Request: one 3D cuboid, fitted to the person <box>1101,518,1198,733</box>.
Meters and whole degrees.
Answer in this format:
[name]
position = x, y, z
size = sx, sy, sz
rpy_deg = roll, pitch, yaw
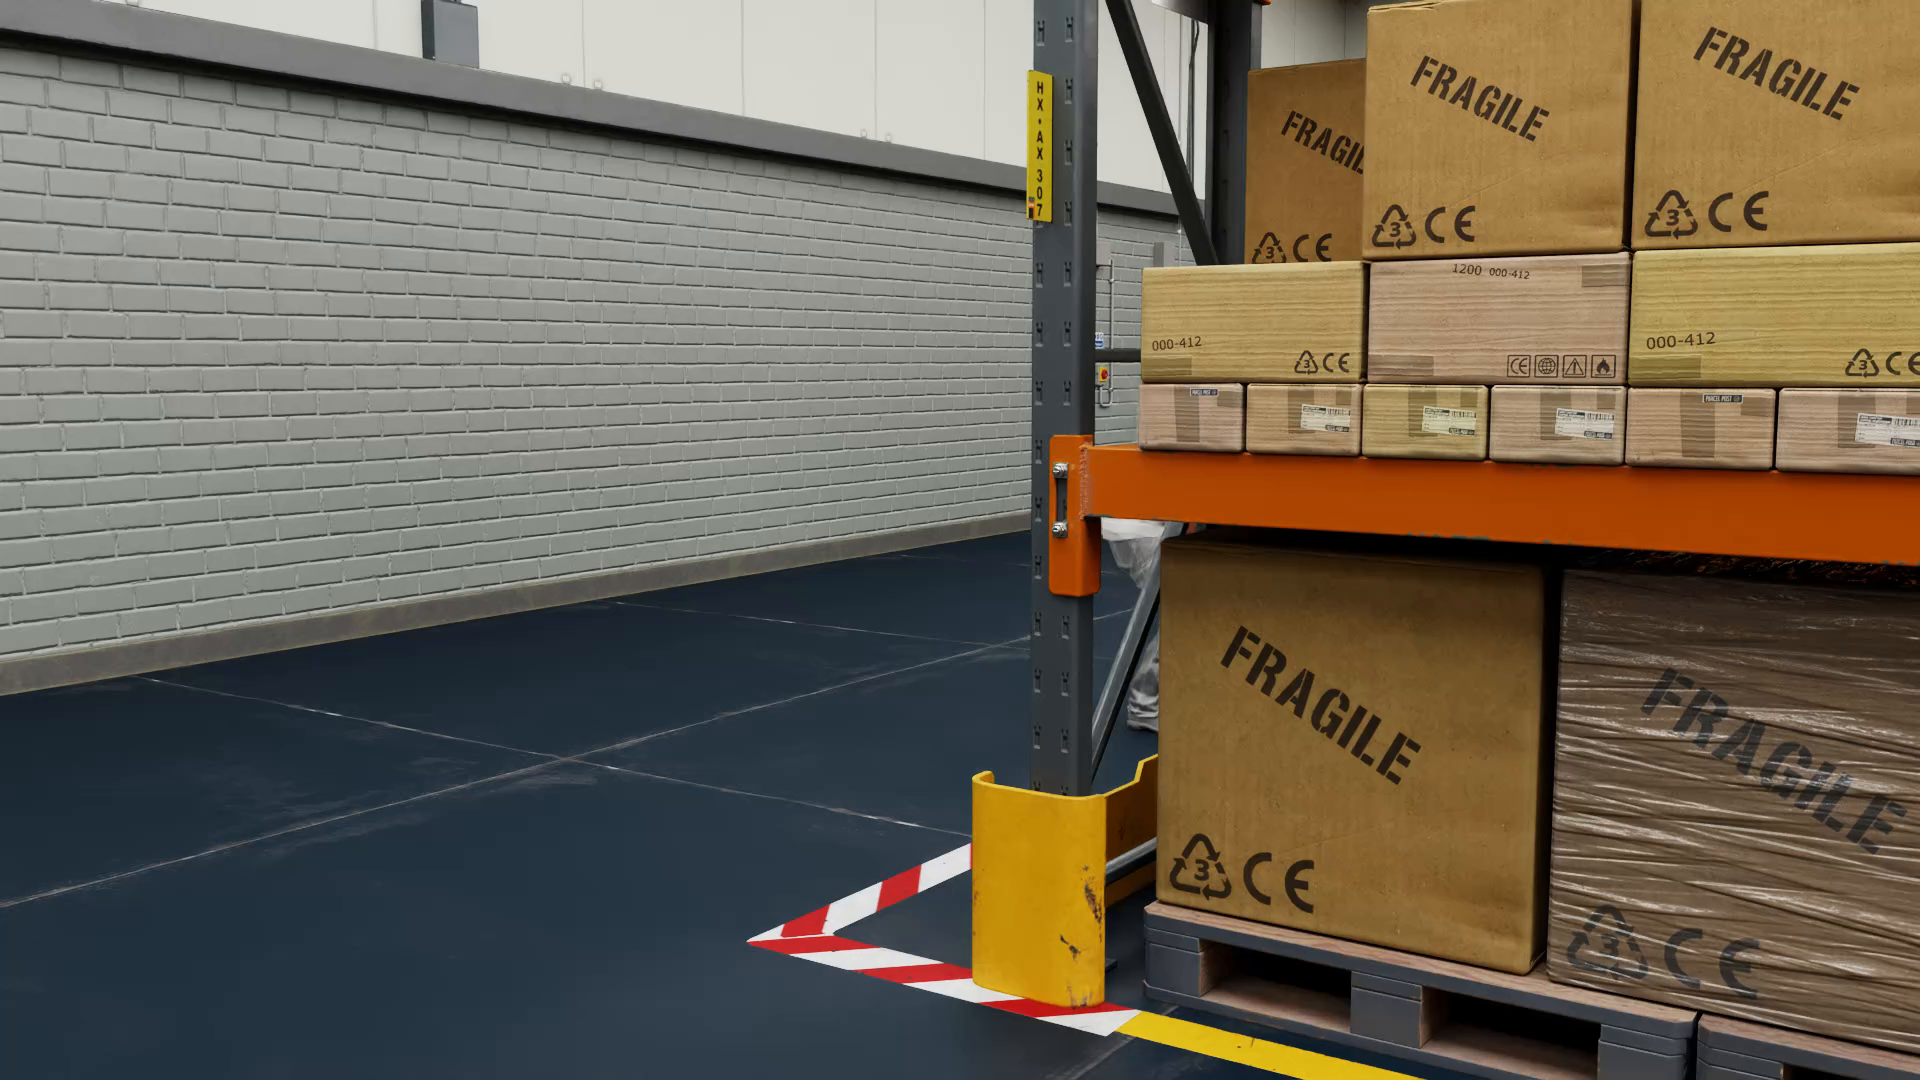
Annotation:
[person]
position = 0.942, 0.005, 6.777
size = 0.696, 1.526, 0.608
rpy_deg = 4, 7, 34
